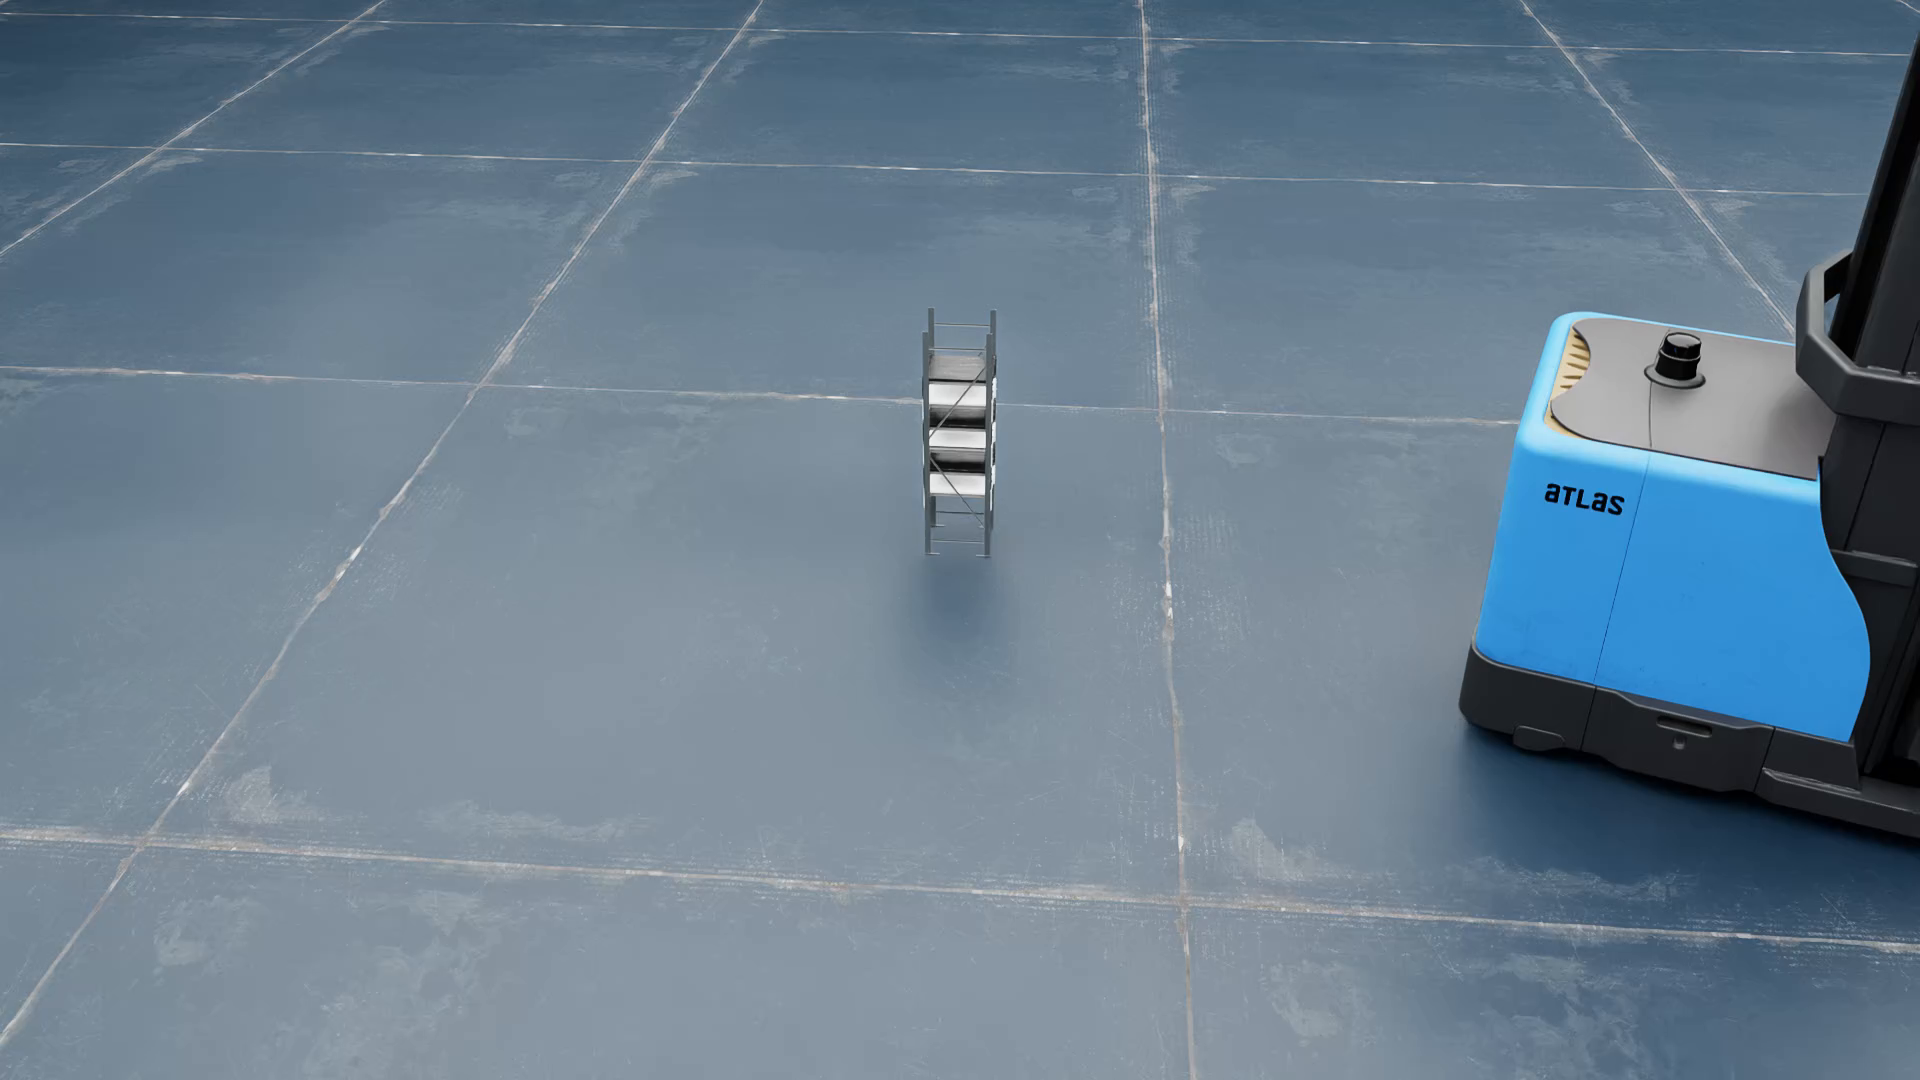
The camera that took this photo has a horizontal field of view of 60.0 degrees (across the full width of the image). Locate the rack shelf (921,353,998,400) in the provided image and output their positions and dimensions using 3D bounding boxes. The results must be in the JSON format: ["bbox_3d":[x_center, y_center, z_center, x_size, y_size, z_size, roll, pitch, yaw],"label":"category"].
[{"bbox_3d":[-0.001,-0.580,5.883,0.258,0.077,0.200,2,32,4],"label":"rack shelf"}]

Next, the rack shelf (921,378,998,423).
[{"bbox_3d":[-0.001,-0.504,5.930,0.258,0.077,0.200,2,32,4],"label":"rack shelf"}]

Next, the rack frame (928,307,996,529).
[{"bbox_3d":[0.008,-0.432,6.093,0.240,0.900,0.006,2,32,4],"label":"rack frame"}]

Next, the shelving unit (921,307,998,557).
[{"bbox_3d":[-0.001,-0.379,6.007,0.258,0.900,0.210,2,32,4],"label":"shelving unit"}]

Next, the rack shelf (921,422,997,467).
[{"bbox_3d":[-0.001,-0.350,6.025,0.258,0.077,0.200,2,32,4],"label":"rack shelf"}]

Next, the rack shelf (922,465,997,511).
[{"bbox_3d":[-0.001,-0.197,6.119,0.258,0.077,0.200,2,32,4],"label":"rack shelf"}]

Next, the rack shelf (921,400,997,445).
[{"bbox_3d":[-0.001,-0.427,5.977,0.258,0.077,0.200,2,32,4],"label":"rack shelf"}]

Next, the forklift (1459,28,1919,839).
[{"bbox_3d":[3.141,-0.557,4.361,3.031,2.935,1.130,13,34,20],"label":"forklift"}]

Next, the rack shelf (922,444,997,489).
[{"bbox_3d":[-0.001,-0.274,6.072,0.258,0.077,0.200,2,32,4],"label":"rack shelf"}]

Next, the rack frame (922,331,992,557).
[{"bbox_3d":[-0.009,-0.326,5.921,0.240,0.900,0.006,2,32,4],"label":"rack frame"}]
